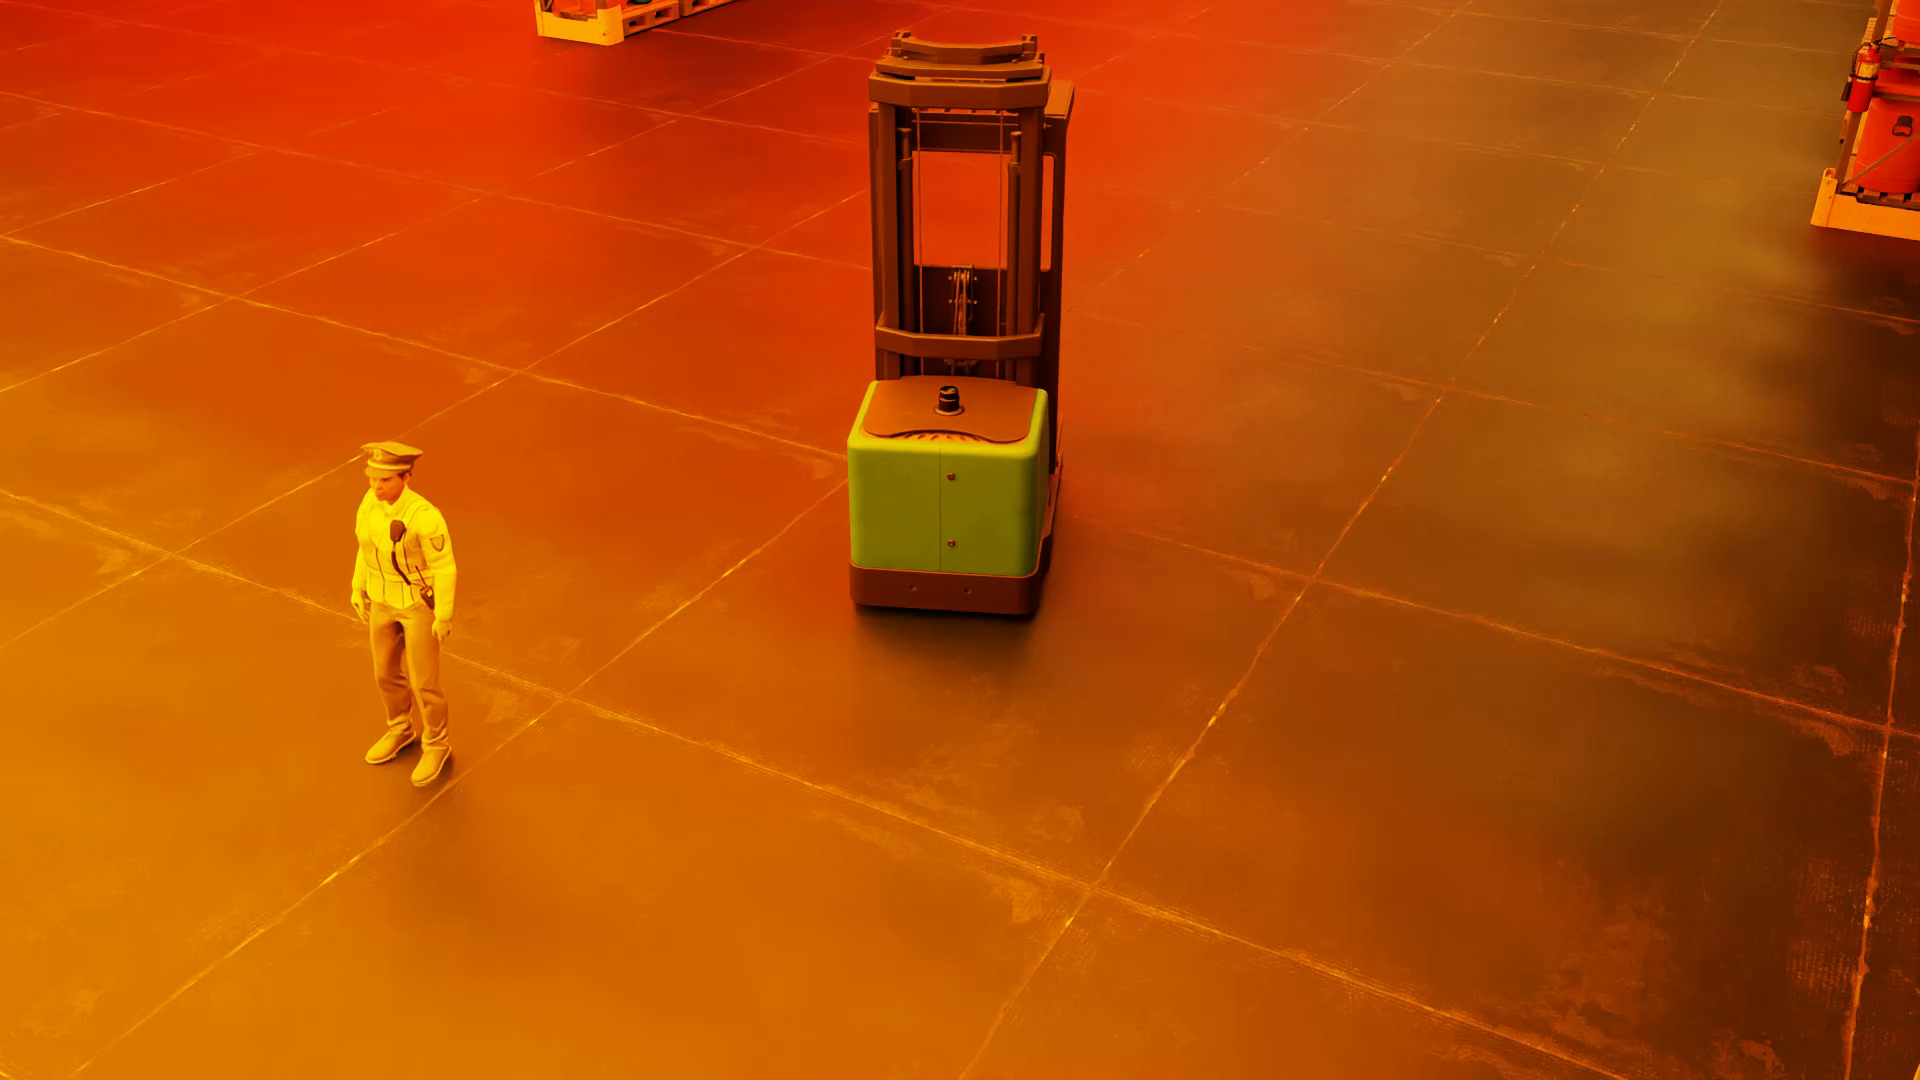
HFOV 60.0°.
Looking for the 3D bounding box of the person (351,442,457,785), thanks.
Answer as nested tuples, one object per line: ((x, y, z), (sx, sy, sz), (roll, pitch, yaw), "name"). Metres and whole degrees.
((-2.617, 0.321, 7.772), (0.569, 1.710, 0.444), (15, 33, 24), "person")

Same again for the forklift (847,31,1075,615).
((0.072, -1.572, 9.794), (1.130, 2.935, 3.031), (3, 30, 6), "forklift")
